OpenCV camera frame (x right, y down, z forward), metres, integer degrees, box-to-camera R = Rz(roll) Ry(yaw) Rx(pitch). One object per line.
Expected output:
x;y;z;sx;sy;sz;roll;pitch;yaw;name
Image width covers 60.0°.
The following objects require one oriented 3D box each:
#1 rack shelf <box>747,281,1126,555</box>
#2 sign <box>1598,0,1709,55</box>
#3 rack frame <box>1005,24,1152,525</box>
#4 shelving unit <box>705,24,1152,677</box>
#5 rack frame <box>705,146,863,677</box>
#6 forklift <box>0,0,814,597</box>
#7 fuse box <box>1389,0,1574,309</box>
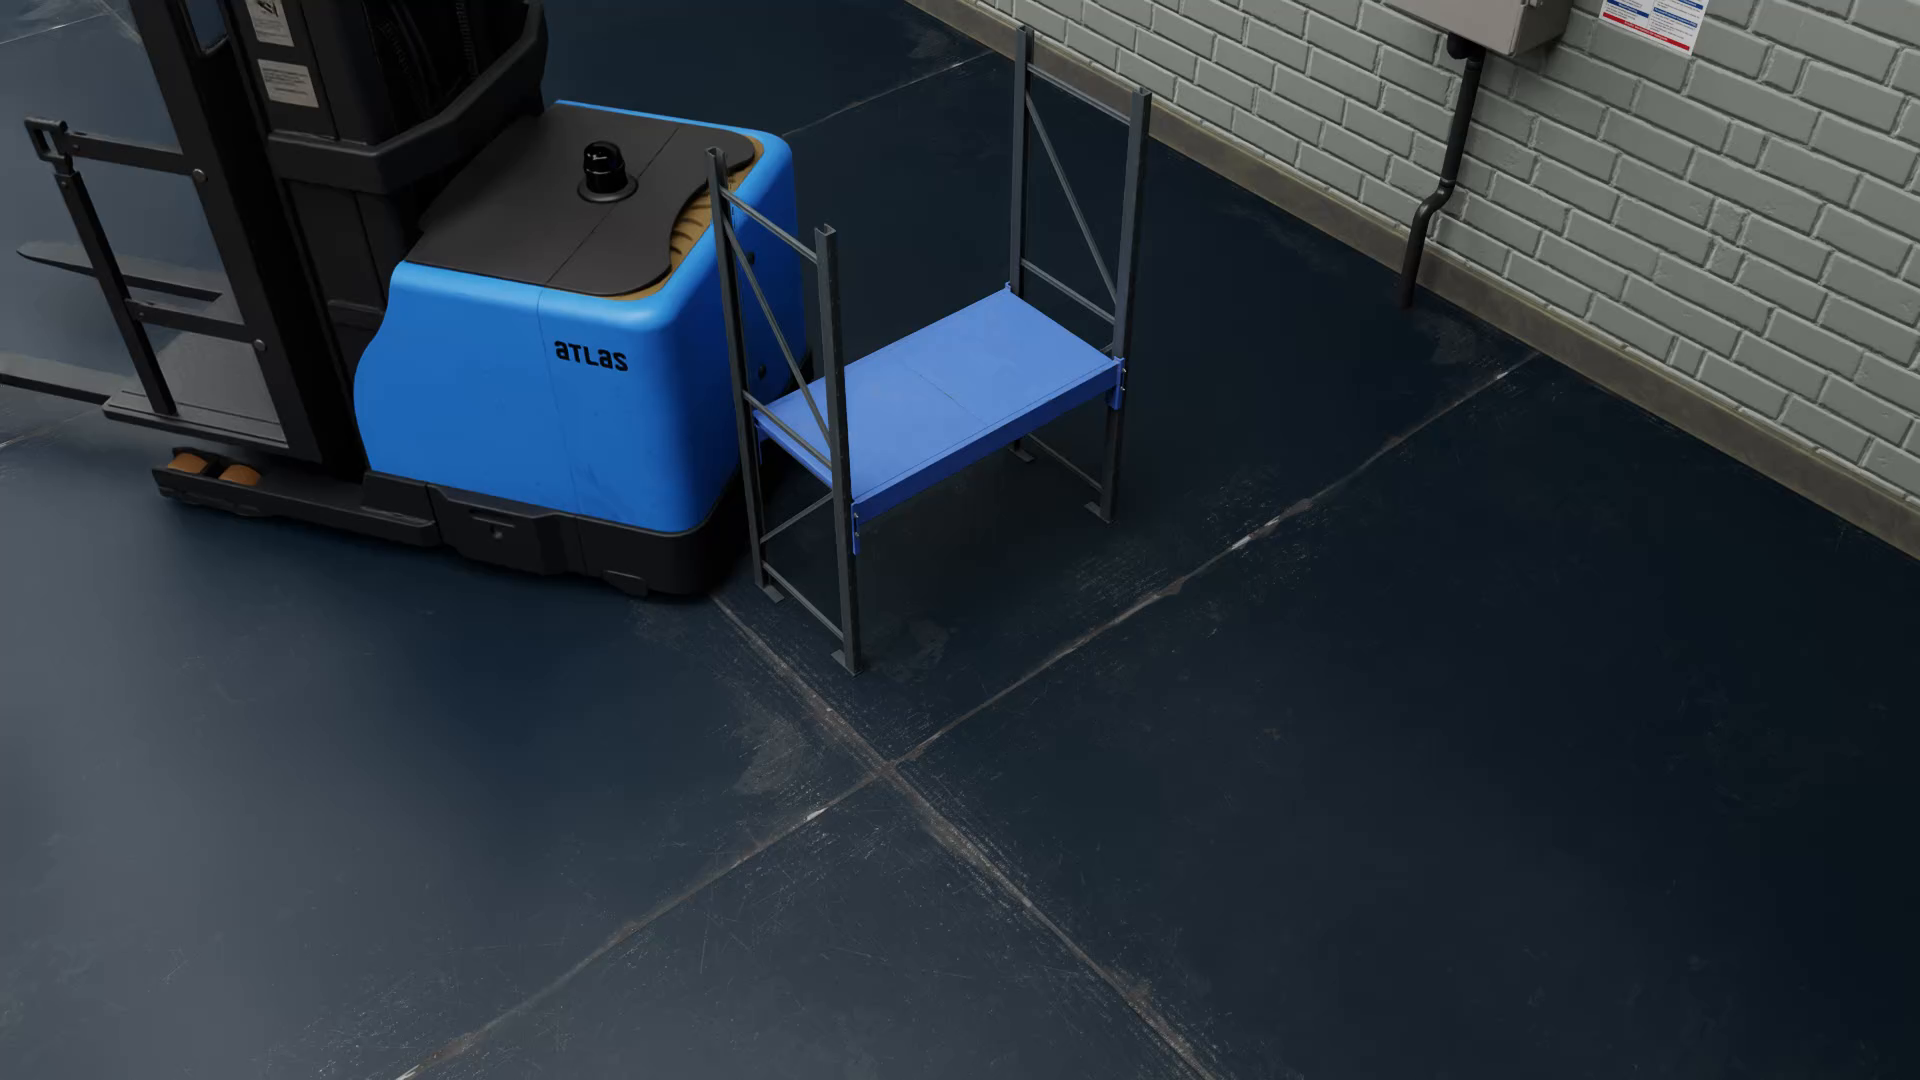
-0.065;-0.378;4.820;1.000;0.185;0.538;-30;51;-28;rack shelf
2.117;-1.739;4.980;0.001;0.494;0.329;-30;51;-28;sign
0.324;-0.733;4.934;0.032;1.500;0.500;-30;51;-28;rack frame
-0.065;-0.509;4.697;1.048;1.500;0.538;-30;51;-28;shelving unit
-0.455;-0.286;4.459;0.032;1.500;0.500;-30;51;-28;rack frame
-2.063;-1.477;4.682;3.031;2.935;1.130;12;44;12;forklift
1.642;-1.472;5.568;0.414;1.711;0.539;-30;51;-28;fuse box
